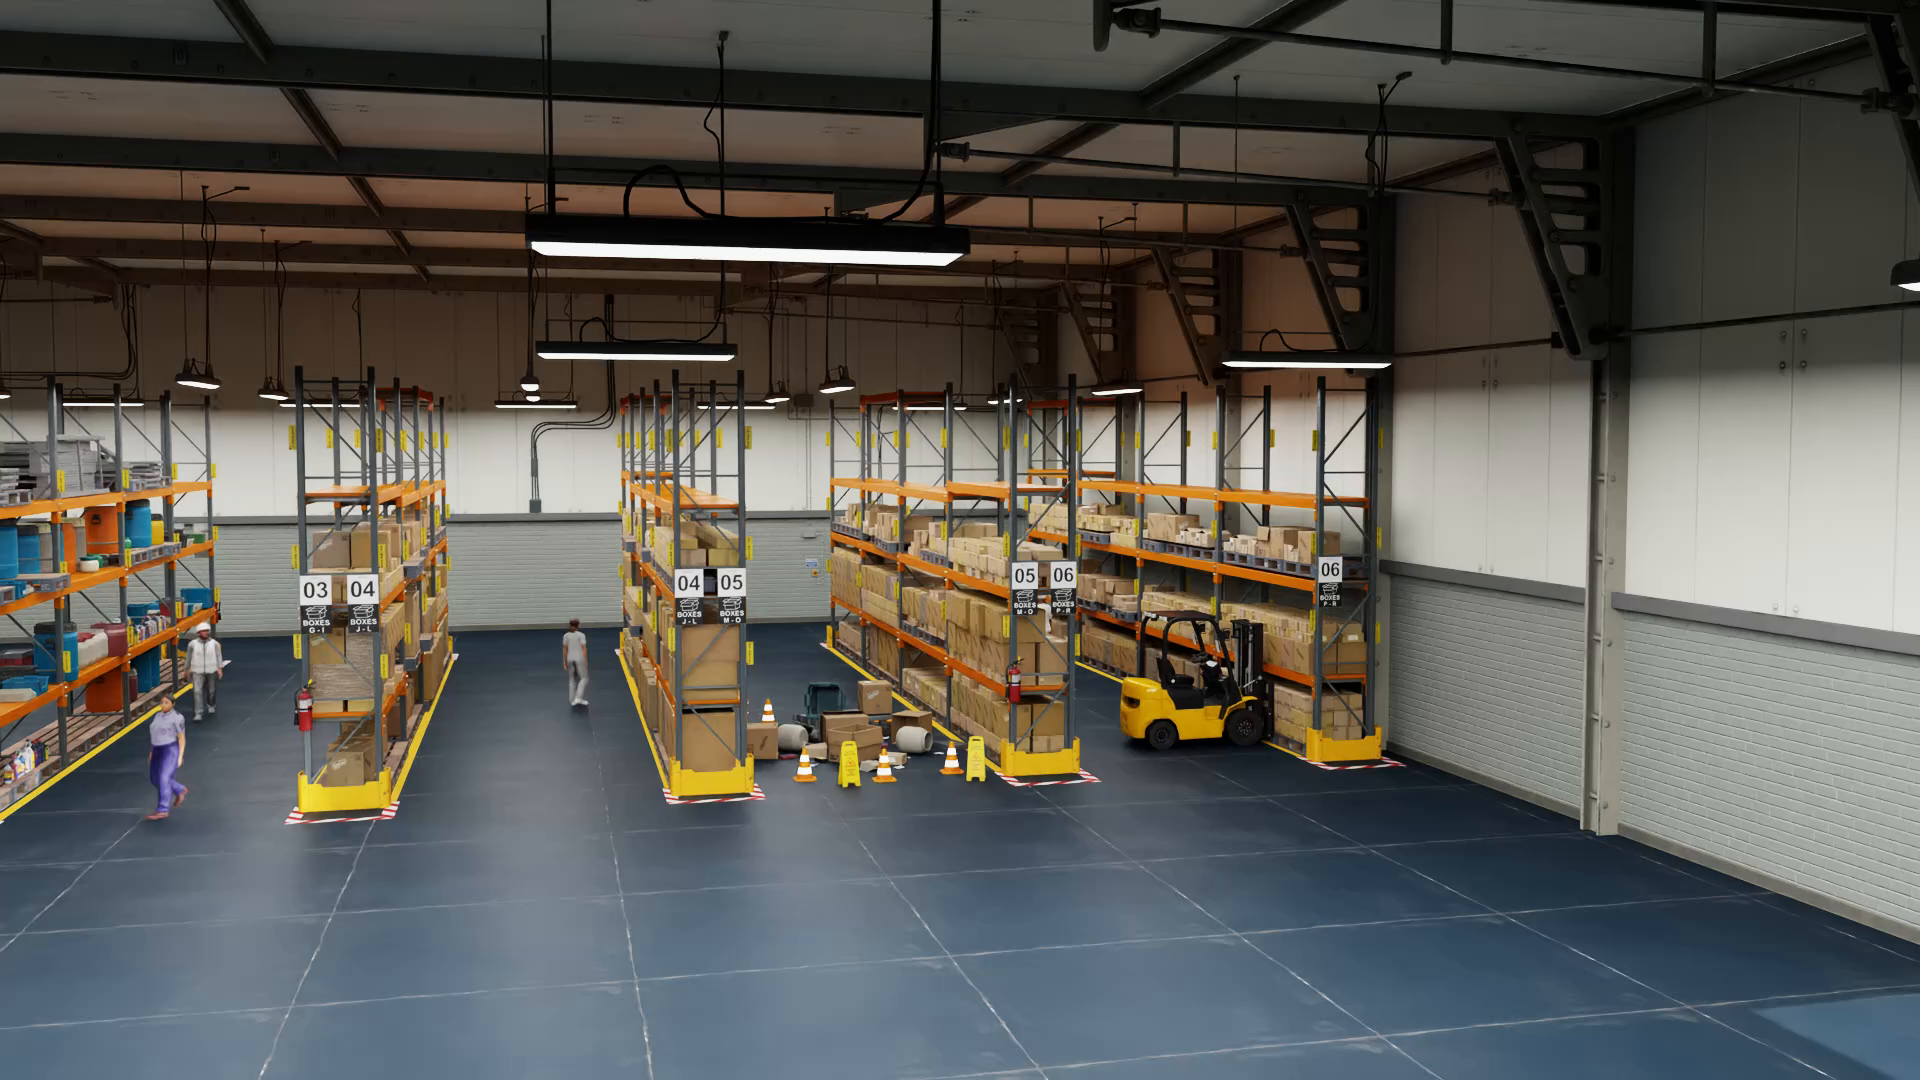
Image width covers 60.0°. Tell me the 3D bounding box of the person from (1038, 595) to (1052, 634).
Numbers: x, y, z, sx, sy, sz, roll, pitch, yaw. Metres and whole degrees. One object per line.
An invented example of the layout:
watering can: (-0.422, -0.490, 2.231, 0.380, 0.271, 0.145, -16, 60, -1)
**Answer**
person: (1.768, 1.991, 35.707, 0.467, 1.767, 0.616, 3, 4, 39)

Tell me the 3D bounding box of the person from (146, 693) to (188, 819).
person: (-10.572, 2.859, 22.198, 0.494, 1.607, 0.800, 2, 4, 24)

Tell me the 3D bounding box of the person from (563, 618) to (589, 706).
person: (-7.258, 2.302, 31.375, 0.491, 1.668, 0.507, 1, 3, 9)

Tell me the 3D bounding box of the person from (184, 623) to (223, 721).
person: (-13.595, 2.342, 29.870, 0.633, 1.715, 1.079, -1, 4, -23)
